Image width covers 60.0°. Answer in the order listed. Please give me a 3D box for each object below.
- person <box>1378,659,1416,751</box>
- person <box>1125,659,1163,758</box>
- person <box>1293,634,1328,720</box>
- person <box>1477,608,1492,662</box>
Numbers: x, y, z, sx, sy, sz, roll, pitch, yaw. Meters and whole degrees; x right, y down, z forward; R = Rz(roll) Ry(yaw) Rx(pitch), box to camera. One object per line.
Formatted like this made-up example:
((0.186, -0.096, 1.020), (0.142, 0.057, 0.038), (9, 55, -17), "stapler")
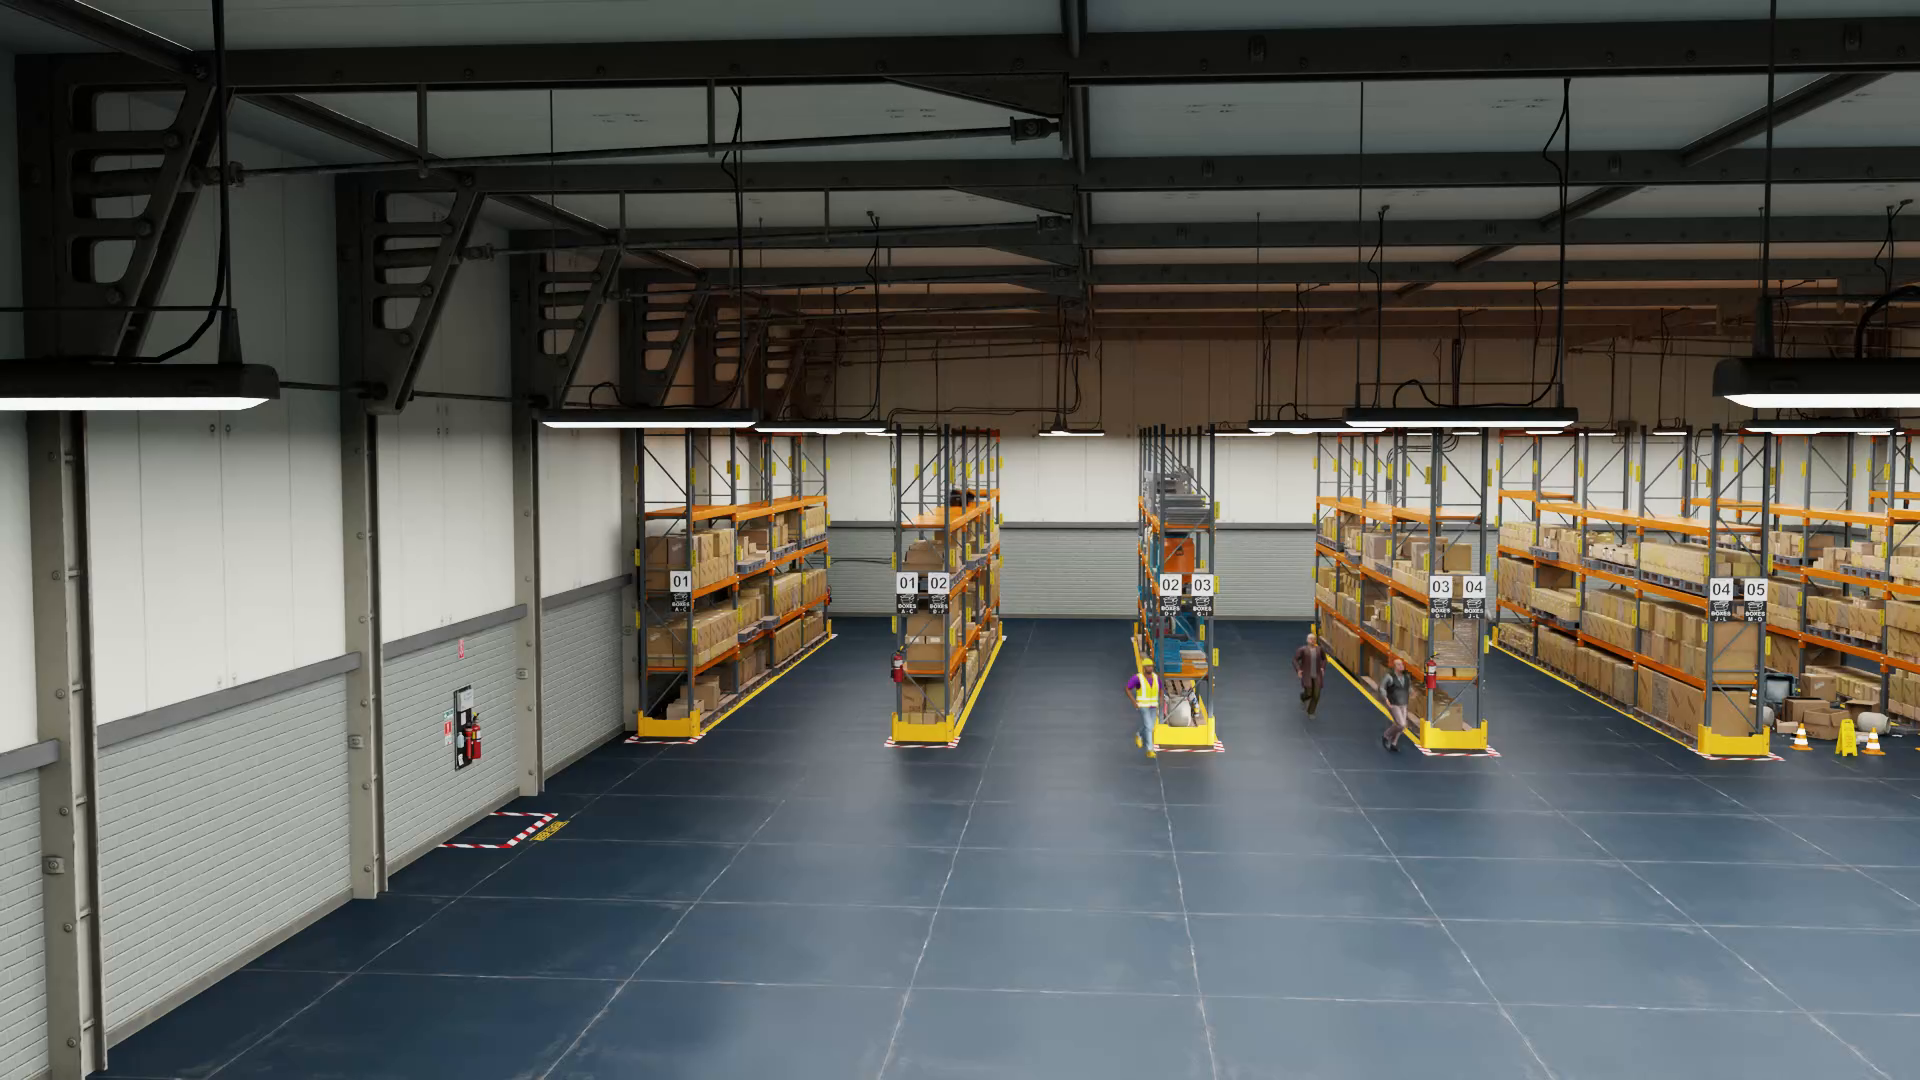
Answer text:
((8.036, 3.025, 30.371), (0.645, 1.690, 0.593), (-2, 4, -25), "person")
((3.366, 3.020, 30.168), (0.711, 1.764, 0.845), (-2, 4, -26), "person")
((7.208, 2.793, 34.191), (0.724, 1.752, 0.653), (0, 3, -5), "person")
((13.434, 2.328, 42.847), (0.508, 1.650, 0.719), (1, 4, 9), "person")
